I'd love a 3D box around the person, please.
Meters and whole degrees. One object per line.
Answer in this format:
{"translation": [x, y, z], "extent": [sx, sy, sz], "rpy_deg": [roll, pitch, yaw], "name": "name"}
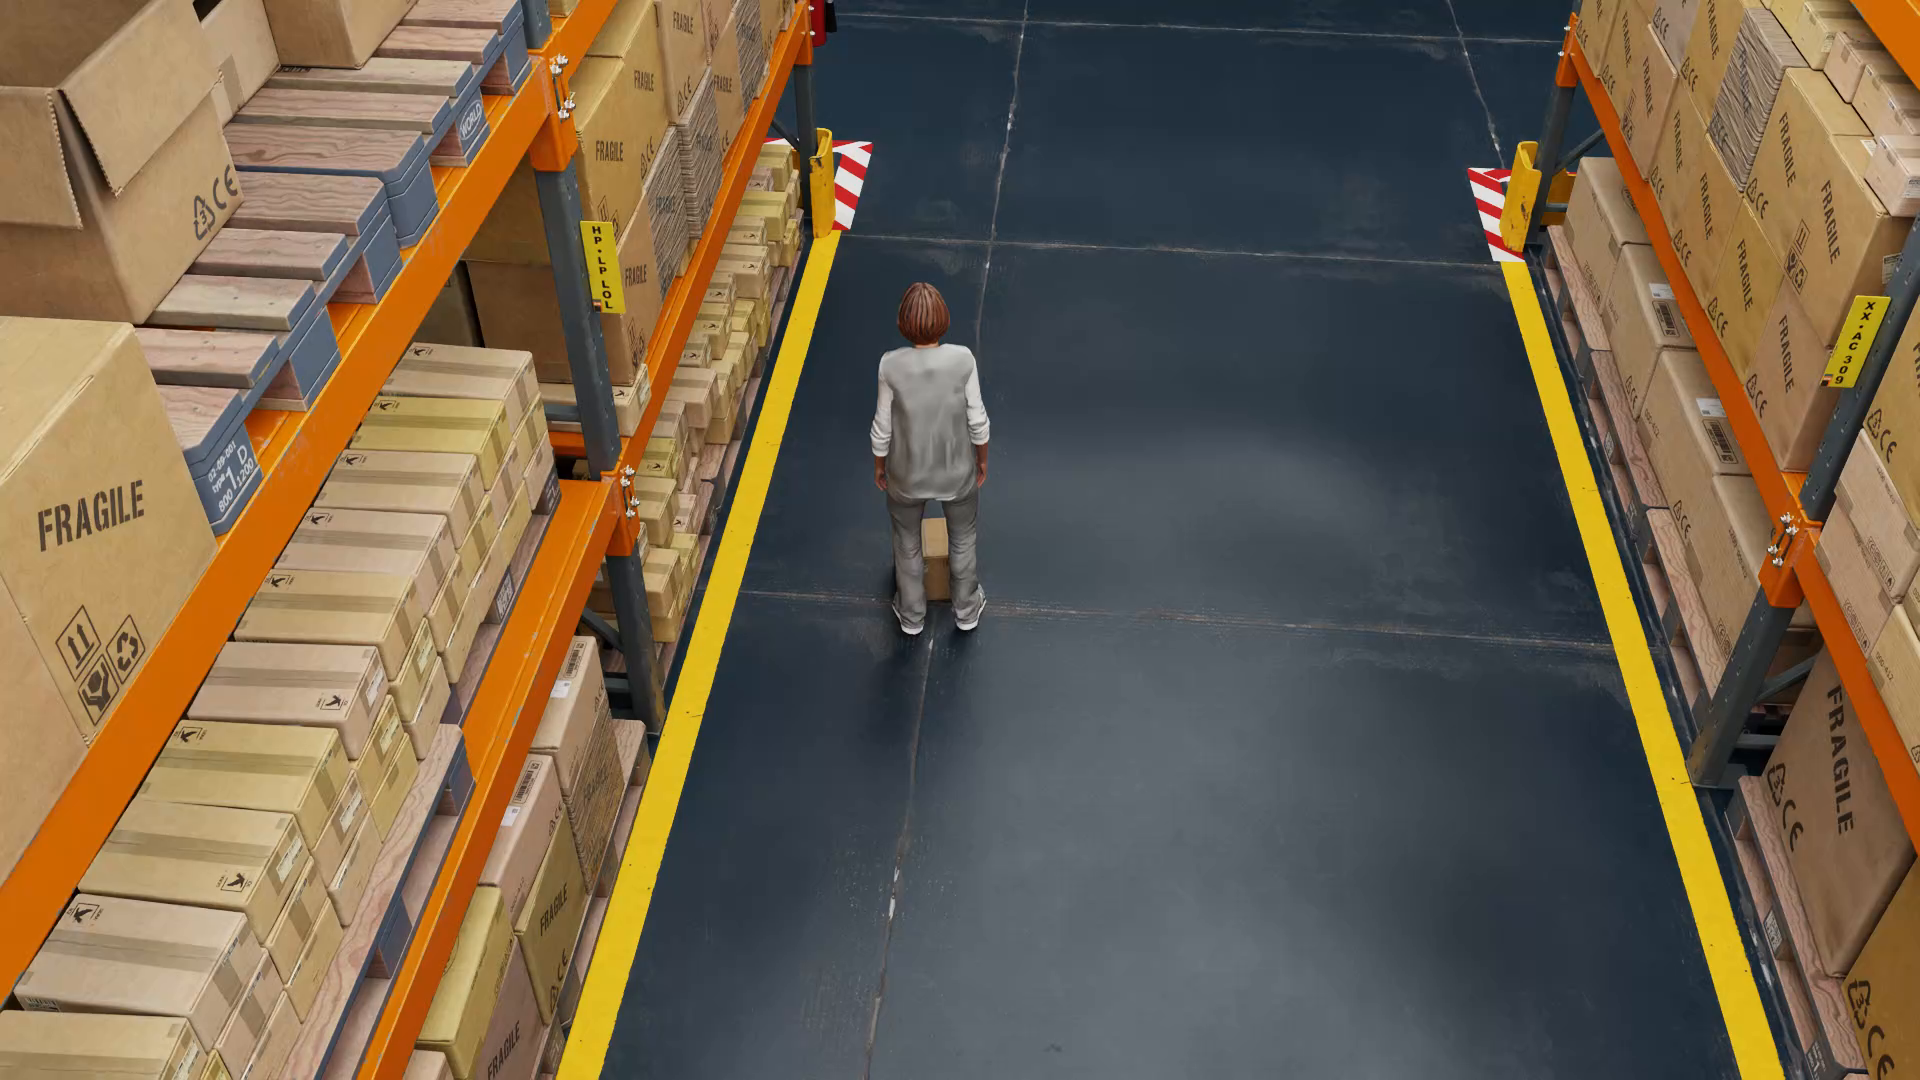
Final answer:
{"translation": [-0.114, -0.270, 6.480], "extent": [0.461, 1.593, 0.345], "rpy_deg": [-3, 41, -4], "name": "person"}
